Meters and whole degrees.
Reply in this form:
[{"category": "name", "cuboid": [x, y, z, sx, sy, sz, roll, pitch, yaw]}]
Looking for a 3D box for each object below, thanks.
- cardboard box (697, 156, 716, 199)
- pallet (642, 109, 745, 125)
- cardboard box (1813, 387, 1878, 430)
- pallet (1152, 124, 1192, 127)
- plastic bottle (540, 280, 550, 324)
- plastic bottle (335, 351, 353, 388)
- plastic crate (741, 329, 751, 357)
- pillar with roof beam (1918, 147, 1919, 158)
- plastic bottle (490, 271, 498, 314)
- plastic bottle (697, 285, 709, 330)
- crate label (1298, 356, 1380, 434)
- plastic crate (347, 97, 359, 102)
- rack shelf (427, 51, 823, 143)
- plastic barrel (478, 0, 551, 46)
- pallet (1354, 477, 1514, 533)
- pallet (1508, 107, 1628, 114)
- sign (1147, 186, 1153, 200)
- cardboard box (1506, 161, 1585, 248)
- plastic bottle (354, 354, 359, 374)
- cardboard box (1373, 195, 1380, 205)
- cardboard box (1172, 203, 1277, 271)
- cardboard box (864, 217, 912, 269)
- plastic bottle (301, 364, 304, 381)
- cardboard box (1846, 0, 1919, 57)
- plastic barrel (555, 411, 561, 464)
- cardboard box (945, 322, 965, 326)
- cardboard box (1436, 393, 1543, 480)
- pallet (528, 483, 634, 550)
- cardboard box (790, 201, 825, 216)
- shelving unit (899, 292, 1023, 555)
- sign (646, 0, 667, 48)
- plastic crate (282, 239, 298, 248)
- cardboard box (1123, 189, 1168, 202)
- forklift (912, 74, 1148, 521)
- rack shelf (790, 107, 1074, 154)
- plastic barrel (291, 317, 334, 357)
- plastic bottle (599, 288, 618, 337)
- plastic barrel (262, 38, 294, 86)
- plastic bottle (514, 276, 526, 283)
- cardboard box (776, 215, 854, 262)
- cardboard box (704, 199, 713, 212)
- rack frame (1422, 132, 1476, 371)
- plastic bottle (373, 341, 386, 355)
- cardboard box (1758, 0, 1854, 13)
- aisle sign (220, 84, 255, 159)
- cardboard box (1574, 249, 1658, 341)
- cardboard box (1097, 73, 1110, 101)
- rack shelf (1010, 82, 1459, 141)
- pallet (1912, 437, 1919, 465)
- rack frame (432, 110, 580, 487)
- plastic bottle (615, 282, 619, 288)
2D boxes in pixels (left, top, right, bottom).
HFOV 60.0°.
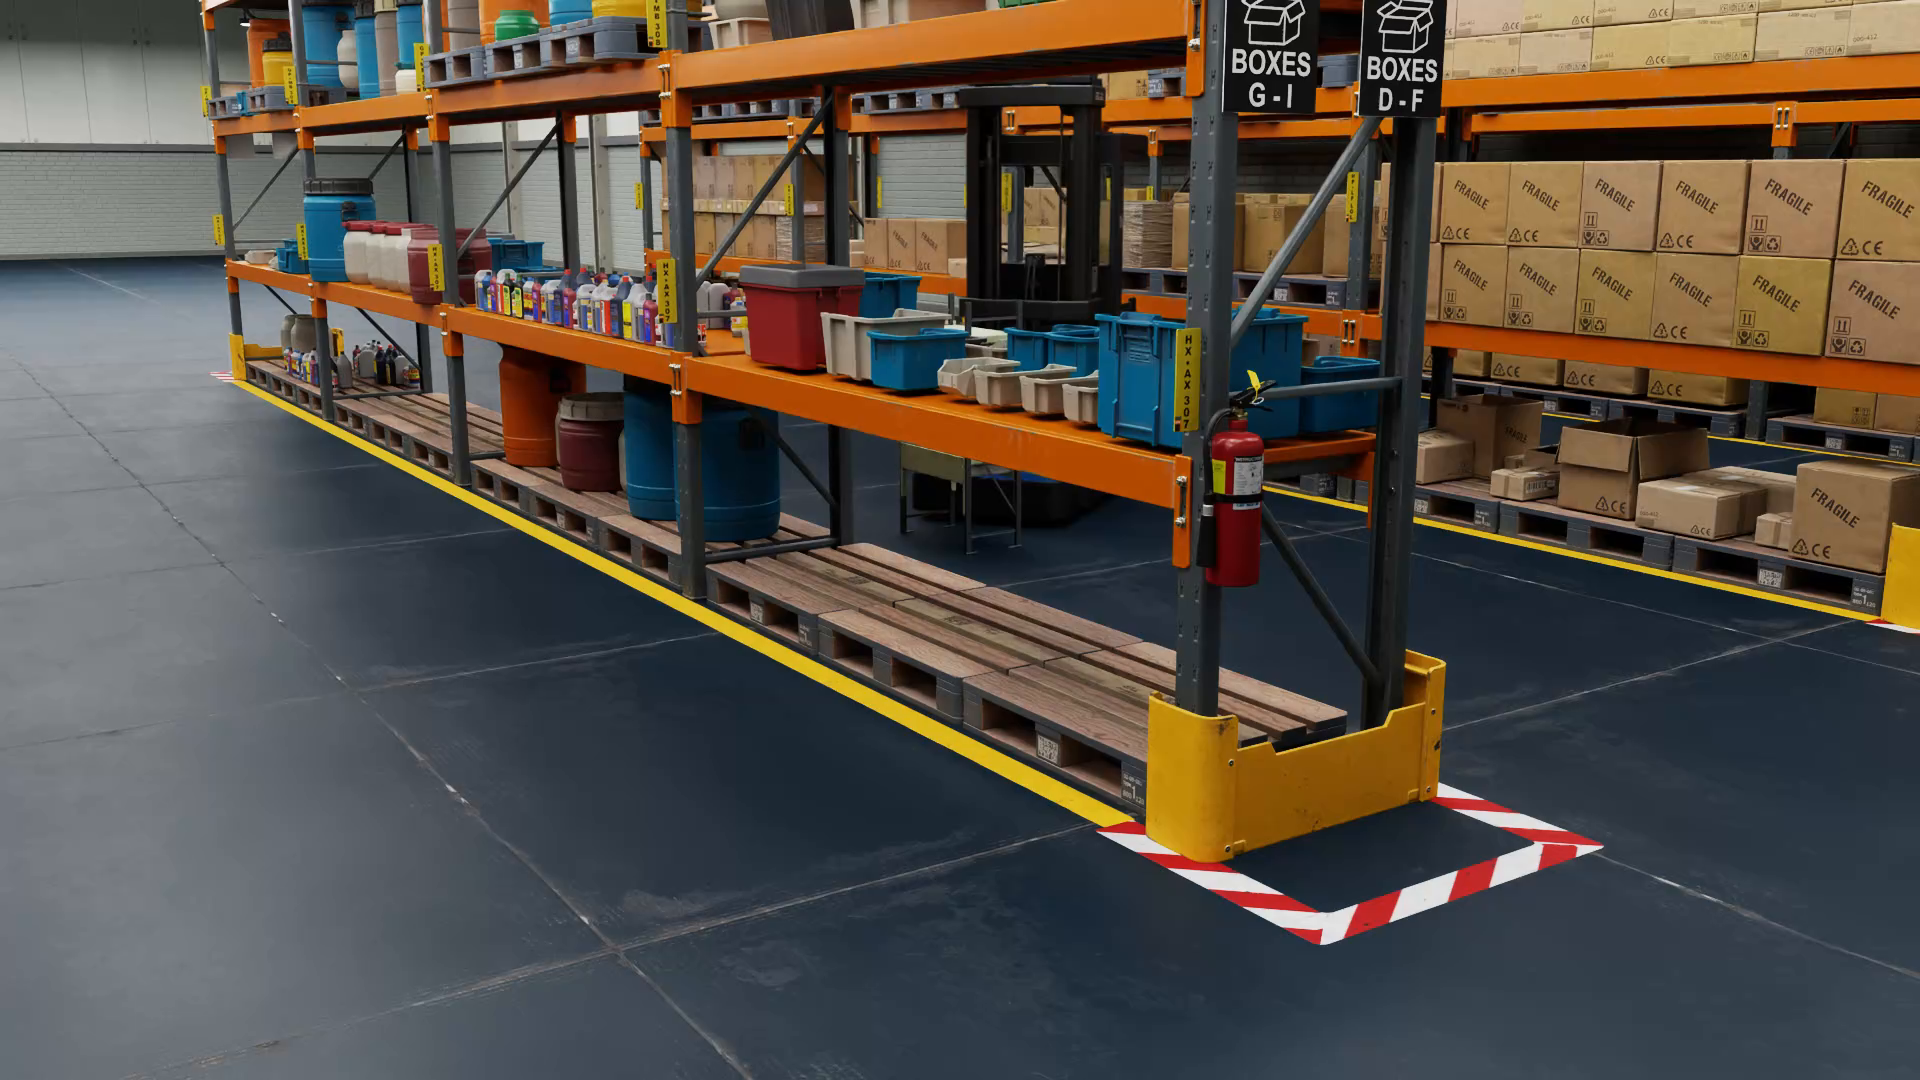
[{"category": "cardboard box", "cuboid": [-2.715, -4.333, 19.884, 0.700, 0.500, 0.500, -8, 15, -33]}, {"category": "pallet", "cuboid": [-3.198, -5.220, 20.397, 1.003, 0.211, 1.213, -8, 15, -33]}, {"category": "cardboard box", "cuboid": [7.531, -1.218, 13.780, 0.700, 0.500, 0.500, -8, 15, -32]}, {"category": "pallet", "cuboid": [3.023, -5.054, 19.868, 1.213, 0.211, 1.003, -8, 15, -33]}, {"category": "plastic bottle", "cuboid": [-2.609, -1.511, 10.551, 0.097, 0.271, 0.097, 0, 12, 0]}, {"category": "plastic bottle", "cuboid": [-5.954, -1.648, 16.047, 0.144, 0.351, 0.185, -8, 15, -33]}, {"category": "plastic crate", "cuboid": [-0.906, -1.008, 8.425, 0.396, 0.136, 0.243, -8, 15, -33]}, {"category": "pillar with roof beam", "cuboid": [4.726, -4.779, 11.150, 9.100, 9.000, 0.400, -8, 15, -33]}, {"category": "plastic bottle", "cuboid": [-3.147, -1.682, 11.306, 0.061, 0.283, 0.133, -8, 15, -33]}, {"category": "plastic bottle", "cuboid": [-1.624, -1.420, 10.126, 0.152, 0.276, 0.135, -8, 15, -33]}, {"category": "crate label", "cuboid": [1.308, -0.526, 5.997, 0.416, 0.233, 0.303, -8, 15, -33]}, {"category": "plastic crate", "cuboid": [-6.125, -4.304, 16.498, 0.336, 0.188, 0.450, -8, 15, -33]}, {"category": "rack shelf", "cuboid": [-2.153, -2.677, 10.243, 1.077, 0.370, 4.000, -8, 15, -33]}, {"category": "plastic barrel", "cuboid": [-2.949, -3.697, 11.238, 0.600, 0.830, 0.708, -8, 15, -33]}, {"category": "pallet", "cuboid": [3.460, -0.308, 11.276, 1.003, 0.211, 1.213, -8, 15, -33]}, {"category": "pallet", "cuboid": [6.009, -4.157, 15.772, 1.003, 0.211, 1.213, -7, 14, -30]}, {"category": "sign", "cuboid": [2.323, -4.160, 20.336, 0.100, 0.325, 0.005, -8, 15, -33]}, {"category": "cardboard box", "cuboid": [3.678, -2.030, 10.047, 0.500, 0.500, 0.500, -9, 15, -34]}, {"category": "plastic bottle", "cuboid": [-6.211, -1.823, 17.199, 0.097, 0.201, 0.097, 0, 12, 0]}, {"category": "cardboard box", "cuboid": [4.717, -3.437, 17.794, 0.700, 0.500, 0.500, -10, 16, -39]}, {"category": "cardboard box", "cuboid": [2.050, -2.353, 12.885, 0.500, 0.500, 0.700, 11, 16, 41]}, {"category": "cardboard box", "cuboid": [-0.648, -3.032, 16.971, 0.500, 0.500, 0.500, -7, 14, -29]}, {"category": "plastic bottle", "cuboid": [-6.534, -1.697, 16.620, 0.097, 0.201, 0.097, 0, 12, 0]}, {"category": "cardboard box", "cuboid": [4.793, -2.533, 8.255, 0.500, 0.250, 0.500, -8, 15, -33]}, {"category": "plastic barrel", "cuboid": [-2.589, -0.733, 11.534, 0.421, 0.512, 0.421, 0, 12, 0]}, {"category": "cardboard box", "cuboid": [-0.045, -2.042, 16.821, 0.500, 0.311, 0.500, -8, 15, -33]}, {"category": "cardboard box", "cuboid": [3.632, -0.719, 11.448, 0.500, 0.500, 0.500, -8, 15, -33]}, {"category": "pallet", "cuboid": [-2.118, -0.204, 10.801, 1.003, 0.211, 1.213, -8, 15, -33]}, {"category": "cardboard box", "cuboid": [-1.681, -3.604, 18.069, 0.380, 0.149, 0.250, -8, 15, -33]}, {"category": "shelving unit", "cuboid": [-0.004, -0.734, 10.207, 0.431, 1.500, 0.755, -8, 15, -33]}, {"category": "sign", "cuboid": [-1.504, -2.612, 8.242, 0.100, 0.325, 0.005, -8, 15, -33]}, {"category": "plastic crate", "cuboid": [-7.167, -3.215, 18.390, 0.499, 0.251, 0.616, -8, 15, -33]}, {"category": "cardboard box", "cuboid": [2.251, -4.153, 20.879, 0.500, 0.500, 0.500, -8, 15, -33]}, {"category": "forklift", "cuboid": [0.682, -1.825, 11.847, 1.130, 2.935, 3.031, 5, 13, 20]}, {"category": "rack shelf", "cuboid": [-0.244, -3.974, 16.174, 1.077, 0.370, 4.000, -8, 15, -33]}, {"category": "plastic barrel", "cuboid": [-6.988, -2.134, 17.938, 0.421, 0.512, 0.421, 0, 12, 0]}, {"category": "plastic bottle", "cuboid": [-2.014, -1.333, 9.726, 0.152, 0.276, 0.135, -8, 15, -33]}, {"category": "plastic barrel", "cuboid": [-6.956, -4.916, 17.375, 0.600, 0.588, 0.600, 0, 12, 0]}, {"category": "plastic bottle", "cuboid": [-2.942, -1.641, 11.147, 0.097, 0.271, 0.097, 0, 12, 0]}, {"category": "cardboard box", "cuboid": [-1.603, -3.342, 18.390, 0.700, 0.500, 0.500, -9, 15, -34]}, {"category": "cardboard box", "cuboid": [-2.815, -3.968, 19.735, 0.380, 0.149, 0.250, -8, 15, -33]}, {"category": "rack frame", "cuboid": [4.986, -3.091, 17.475, 1.000, 3.000, 0.127, -8, 15, -33]}, {"category": "plastic bottle", "cuboid": [-5.919, -1.852, 16.982, 0.144, 0.351, 0.185, -8, 15, -33]}, {"category": "cardboard box", "cuboid": [4.523, -2.868, 8.613, 0.500, 0.250, 0.500, -8, 15, -33]}, {"category": "aisle sign", "cuboid": [-7.977, -4.589, 18.241, 0.394, 0.787, 0.004, -8, 15, -33]}, {"category": "cardboard box", "cuboid": [3.981, -1.448, 9.729, 0.500, 0.500, 0.500, -8, 15, -34]}, {"category": "cardboard box", "cuboid": [1.417, -3.854, 13.708, 0.910, 0.500, 0.500, -8, 15, -33]}, {"category": "rack shelf", "cuboid": [1.972, -3.262, 12.921, 1.077, 0.370, 4.000, -8, 15, -33]}, {"category": "pallet", "cuboid": [8.239, -0.656, 12.866, 1.003, 0.211, 1.213, -8, 15, -33]}, {"category": "rack frame", "cuboid": [-3.261, -1.918, 12.113, 1.000, 3.000, 0.127, -8, 15, -33]}, {"category": "plastic bottle", "cuboid": [-2.344, -1.684, 11.507, 0.097, 0.201, 0.097, 0, 12, 0]}]
